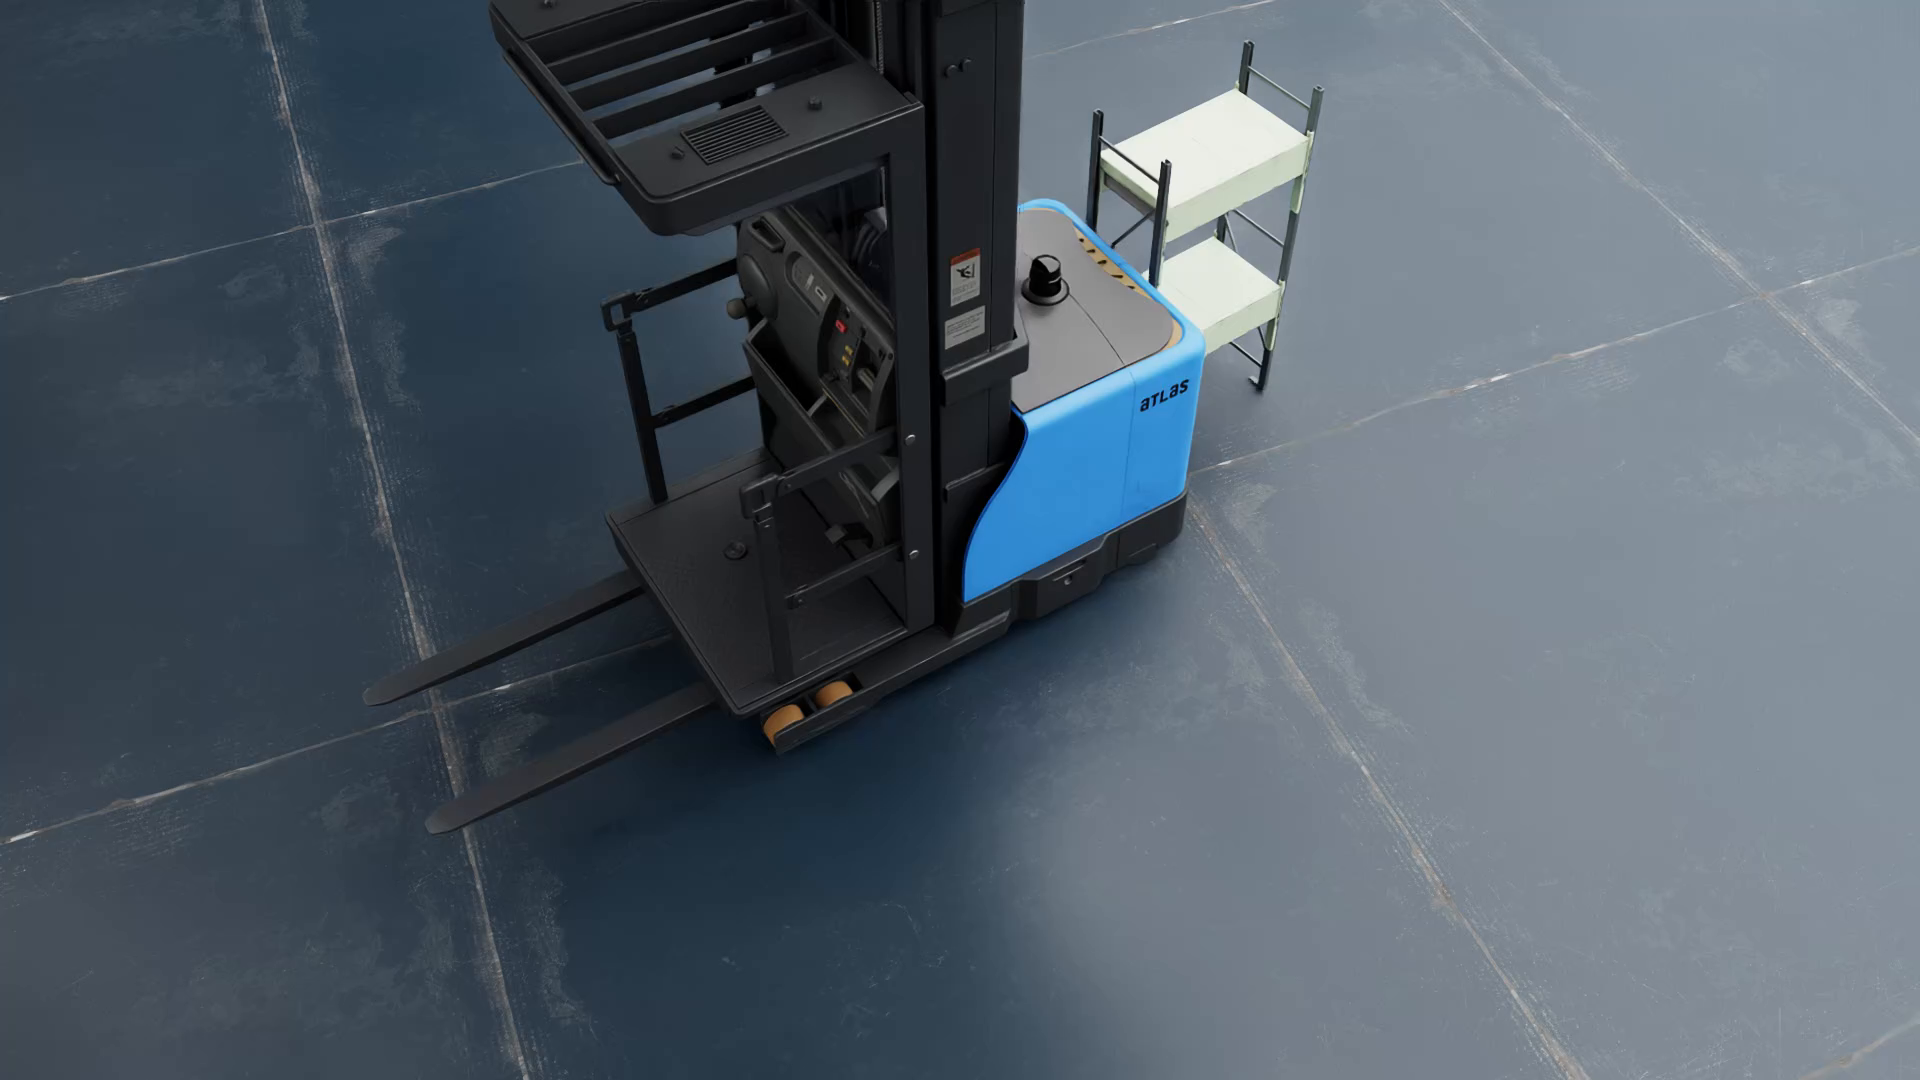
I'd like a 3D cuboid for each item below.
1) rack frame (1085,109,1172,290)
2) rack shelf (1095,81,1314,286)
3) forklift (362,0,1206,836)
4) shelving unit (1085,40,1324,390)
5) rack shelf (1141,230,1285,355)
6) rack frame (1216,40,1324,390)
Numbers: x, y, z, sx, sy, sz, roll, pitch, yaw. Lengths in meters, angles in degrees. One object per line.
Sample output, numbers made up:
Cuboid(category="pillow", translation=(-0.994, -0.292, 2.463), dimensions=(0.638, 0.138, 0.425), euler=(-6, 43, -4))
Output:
Cuboid(category="rack frame", translation=(0.604, -0.926, 6.397), dimensions=(0.023, 1.500, 0.400), euler=(-30, 55, -23))
Cuboid(category="rack shelf", translation=(0.897, -1.346, 6.244), dimensions=(0.720, 0.370, 0.431), euler=(-30, 55, -23))
Cuboid(category="forklift", translation=(-0.642, -0.668, 5.232), dimensions=(3.031, 2.935, 1.130), euler=(-26, 54, -20))
Cuboid(category="shelving unit", translation=(0.897, -1.092, 6.540), dimensions=(0.755, 1.500, 0.431), euler=(-30, 55, -23))
Cuboid(category="rack shelf", translation=(0.897, -0.880, 6.787), dimensions=(0.720, 0.370, 0.431), euler=(-30, 55, -23))
Cuboid(category="rack frame", translation=(1.190, -1.258, 6.683), dimensions=(0.023, 1.500, 0.400), euler=(-30, 55, -23))
